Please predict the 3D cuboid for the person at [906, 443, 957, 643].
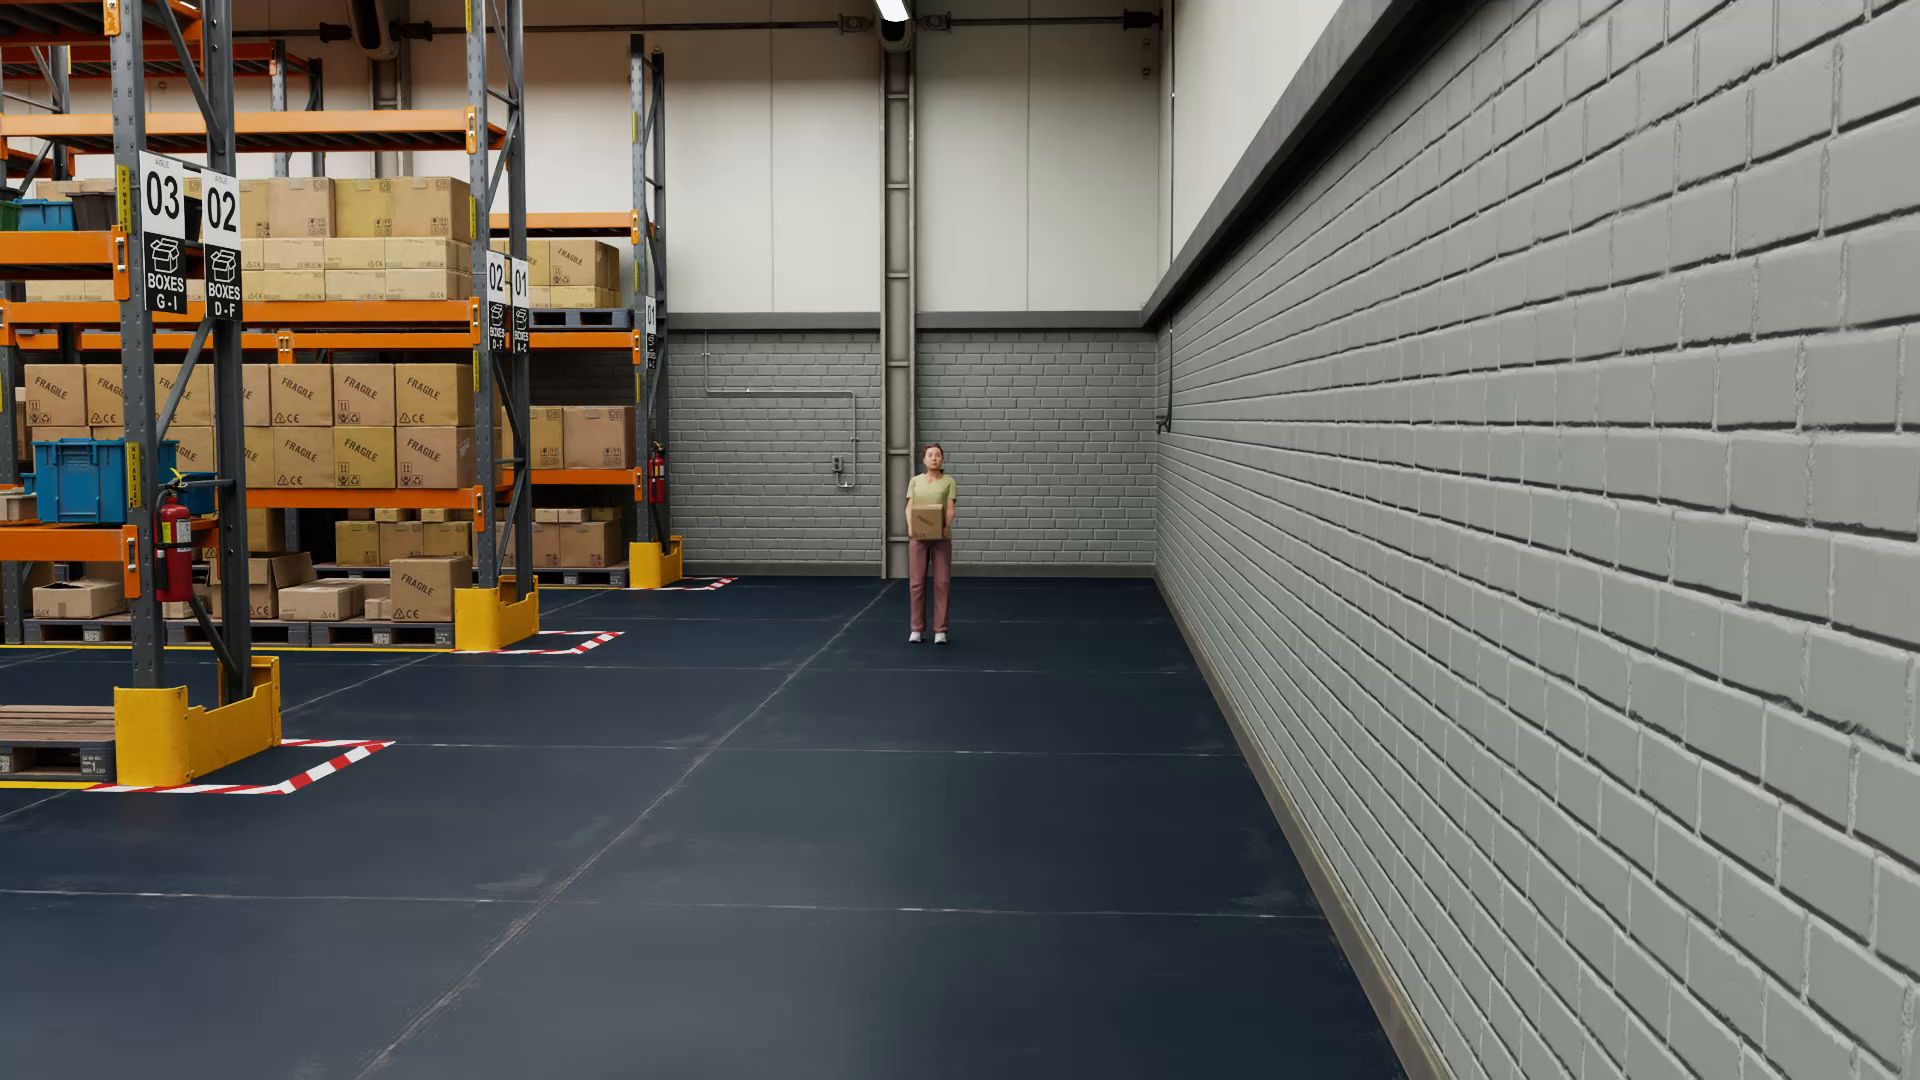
[{"bbox_3d":[-0.241,0.025,13.870,0.428,1.654,0.551,0,4,4],"label":"person"}]
